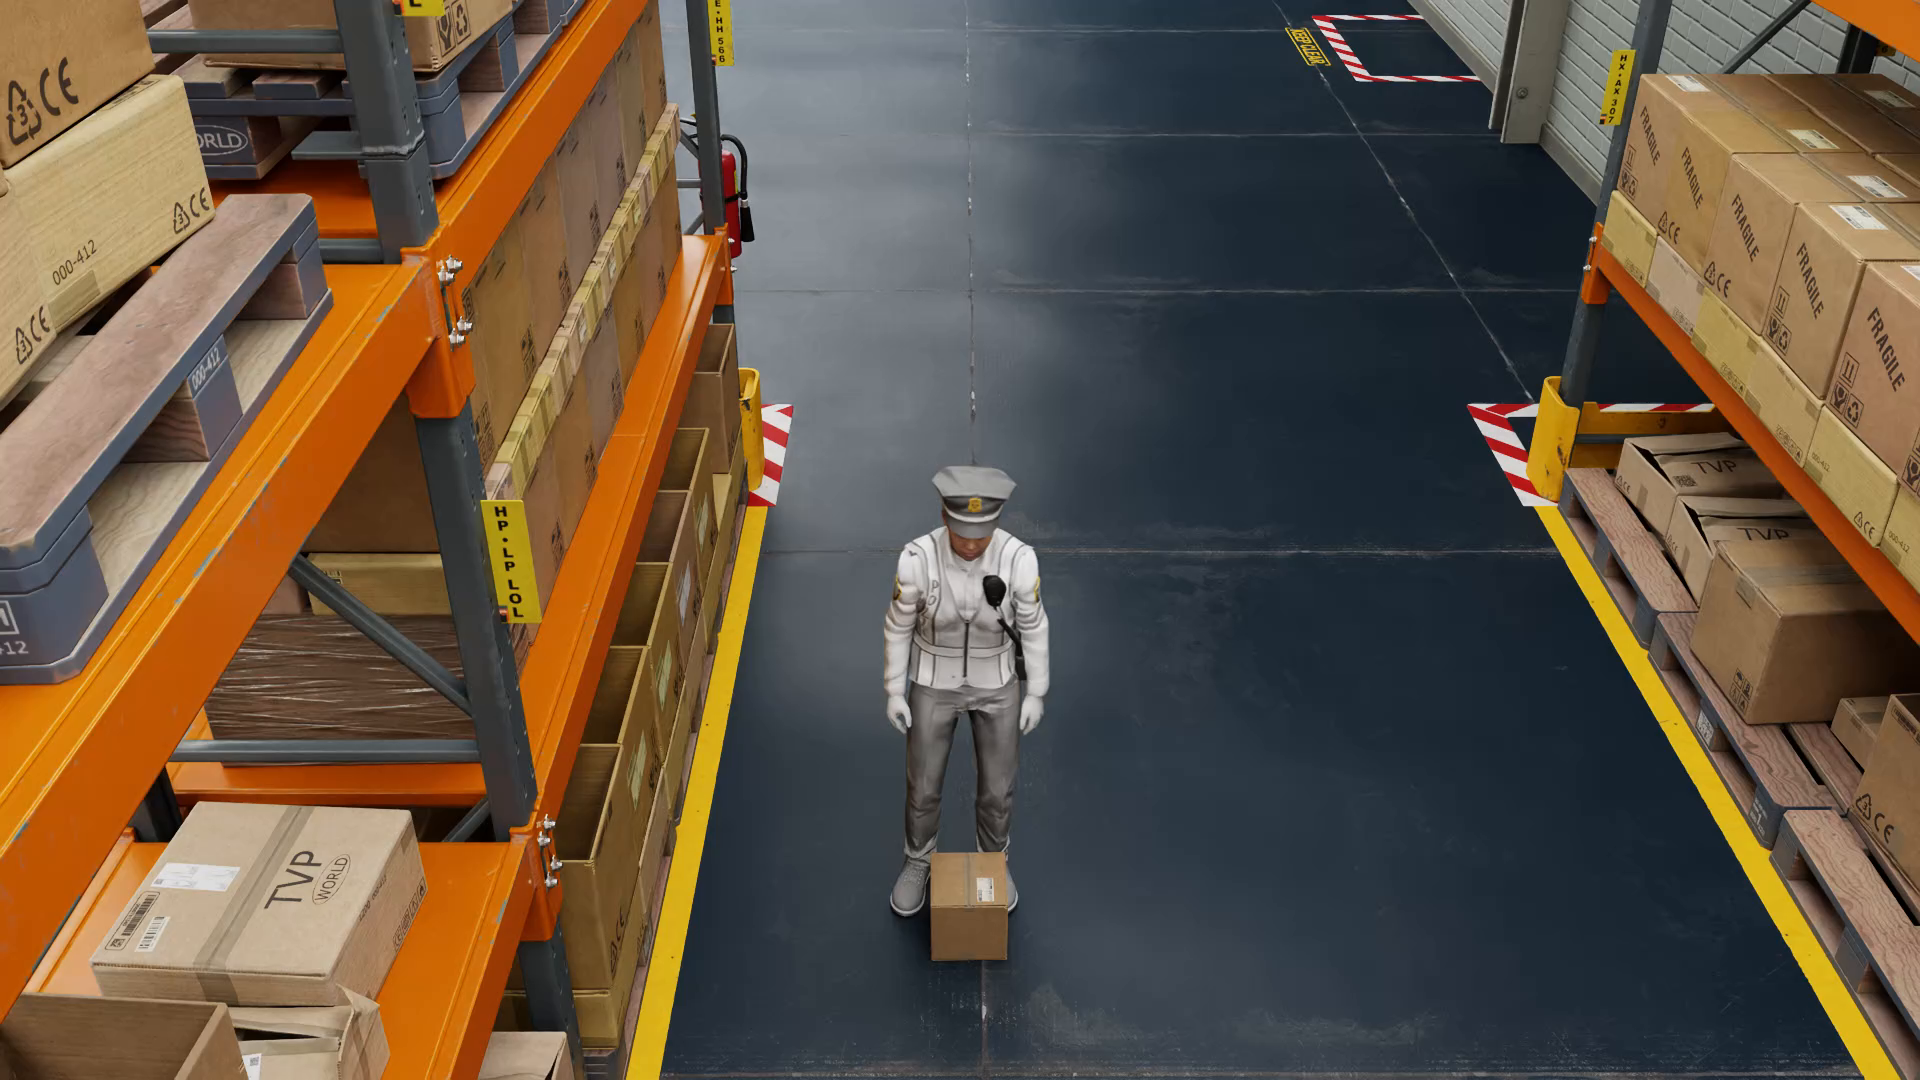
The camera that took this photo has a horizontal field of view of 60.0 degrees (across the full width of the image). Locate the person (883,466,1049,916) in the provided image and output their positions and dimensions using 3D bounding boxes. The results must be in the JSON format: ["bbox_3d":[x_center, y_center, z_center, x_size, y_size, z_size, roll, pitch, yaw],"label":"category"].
[{"bbox_3d":[0.020,0.489,5.341,0.529,1.664,0.376,0,32,0],"label":"person"}]
